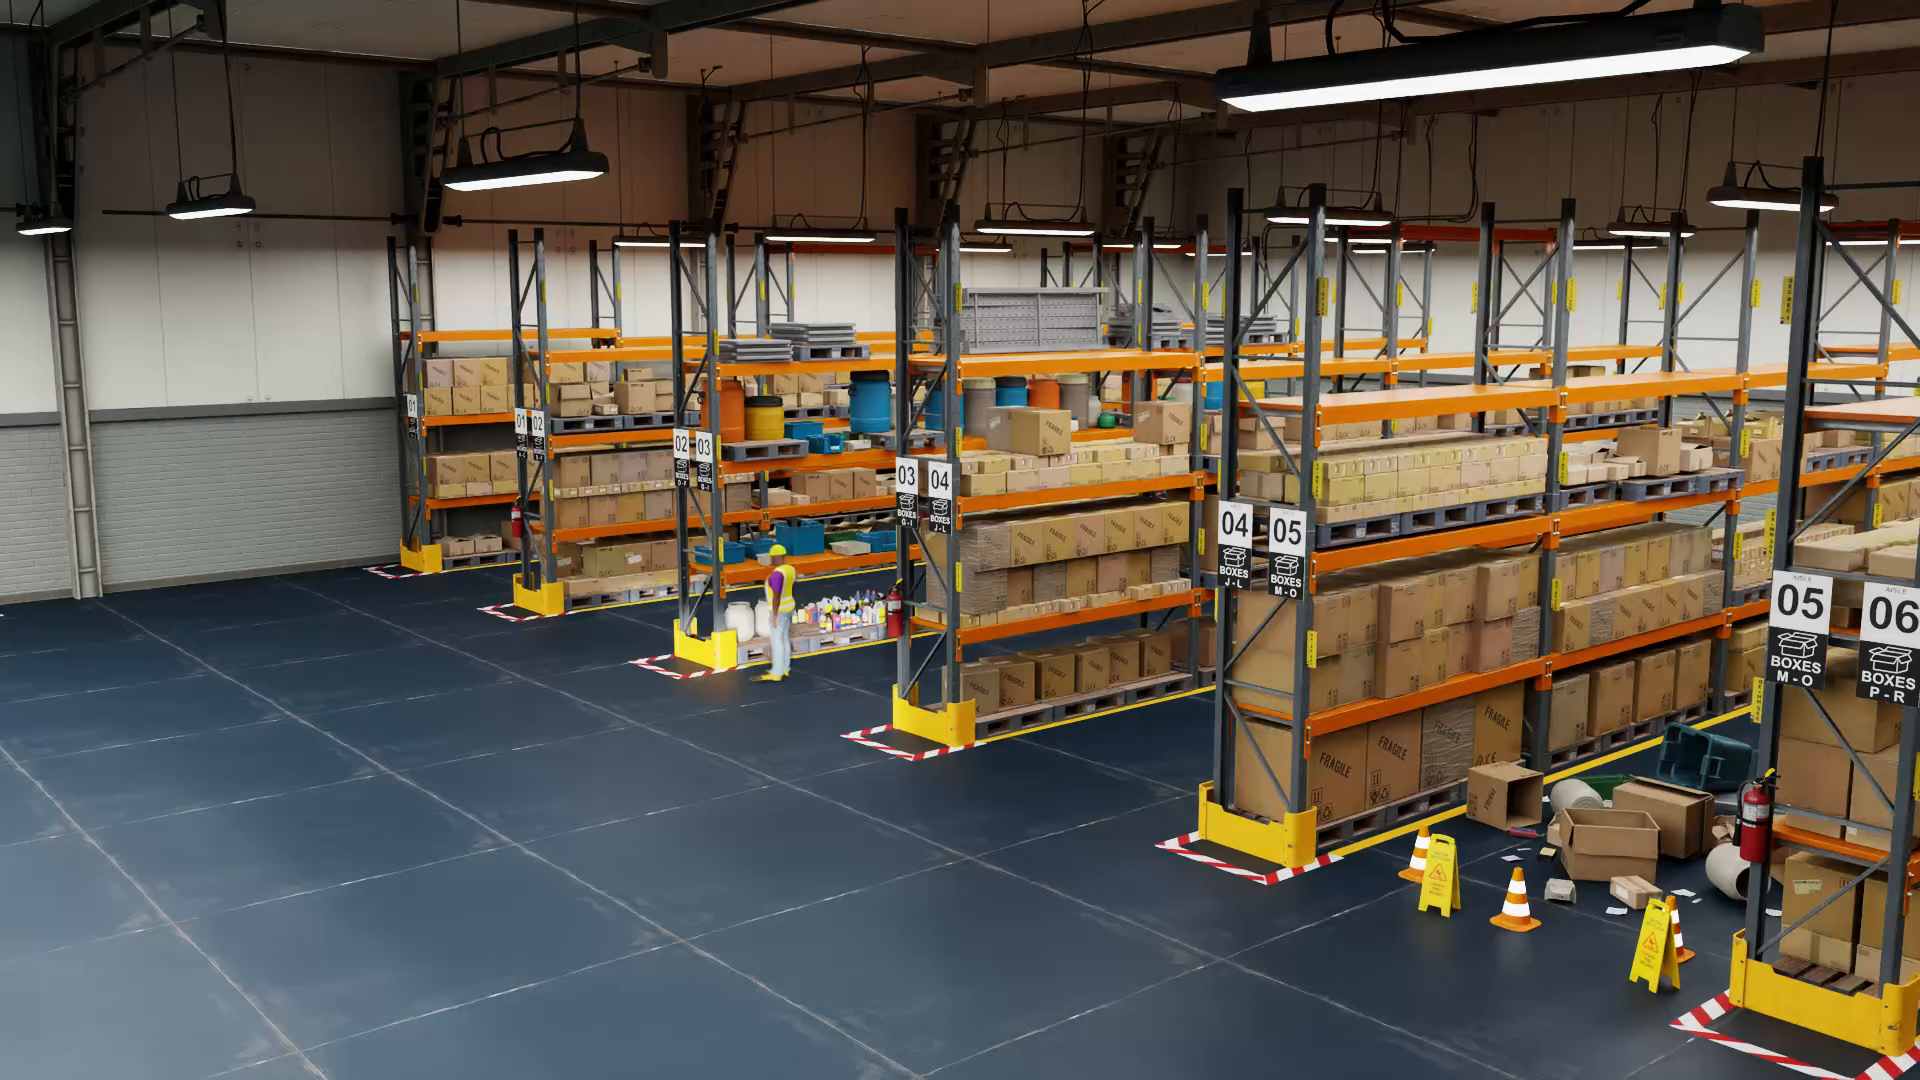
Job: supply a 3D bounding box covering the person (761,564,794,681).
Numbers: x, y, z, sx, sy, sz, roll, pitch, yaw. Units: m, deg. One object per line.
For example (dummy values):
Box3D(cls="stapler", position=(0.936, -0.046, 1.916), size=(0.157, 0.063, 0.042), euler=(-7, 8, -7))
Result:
Box3D(cls="person", position=(-2.403, 1.060, 21.878), size=(0.427, 1.521, 0.583), euler=(2, 9, 12))
